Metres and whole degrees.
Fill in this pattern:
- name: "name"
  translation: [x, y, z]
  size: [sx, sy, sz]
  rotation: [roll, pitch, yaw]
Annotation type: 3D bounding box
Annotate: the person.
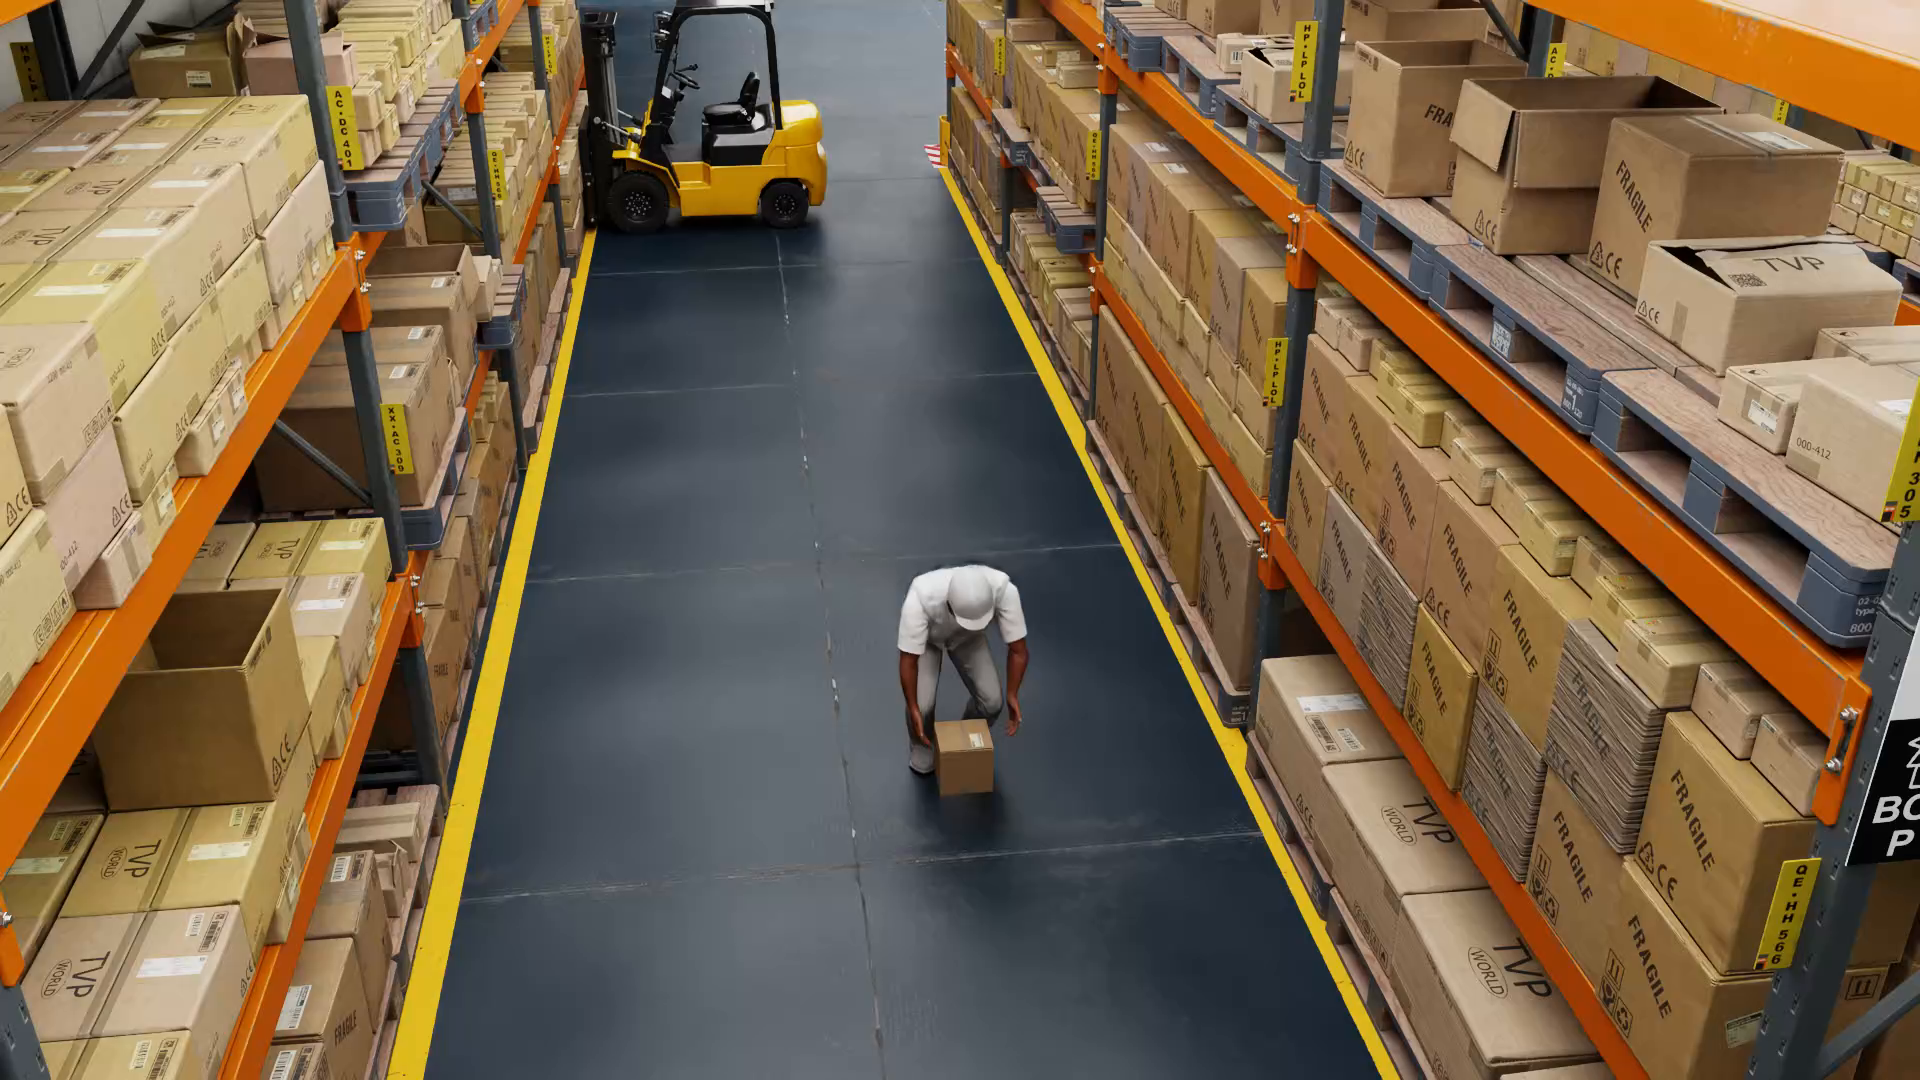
- name: "person"
  translation: [-0.003, 0.567, 8.038]
  size: [0.626, 1.260, 0.823]
  rotation: [-4, 27, -7]
